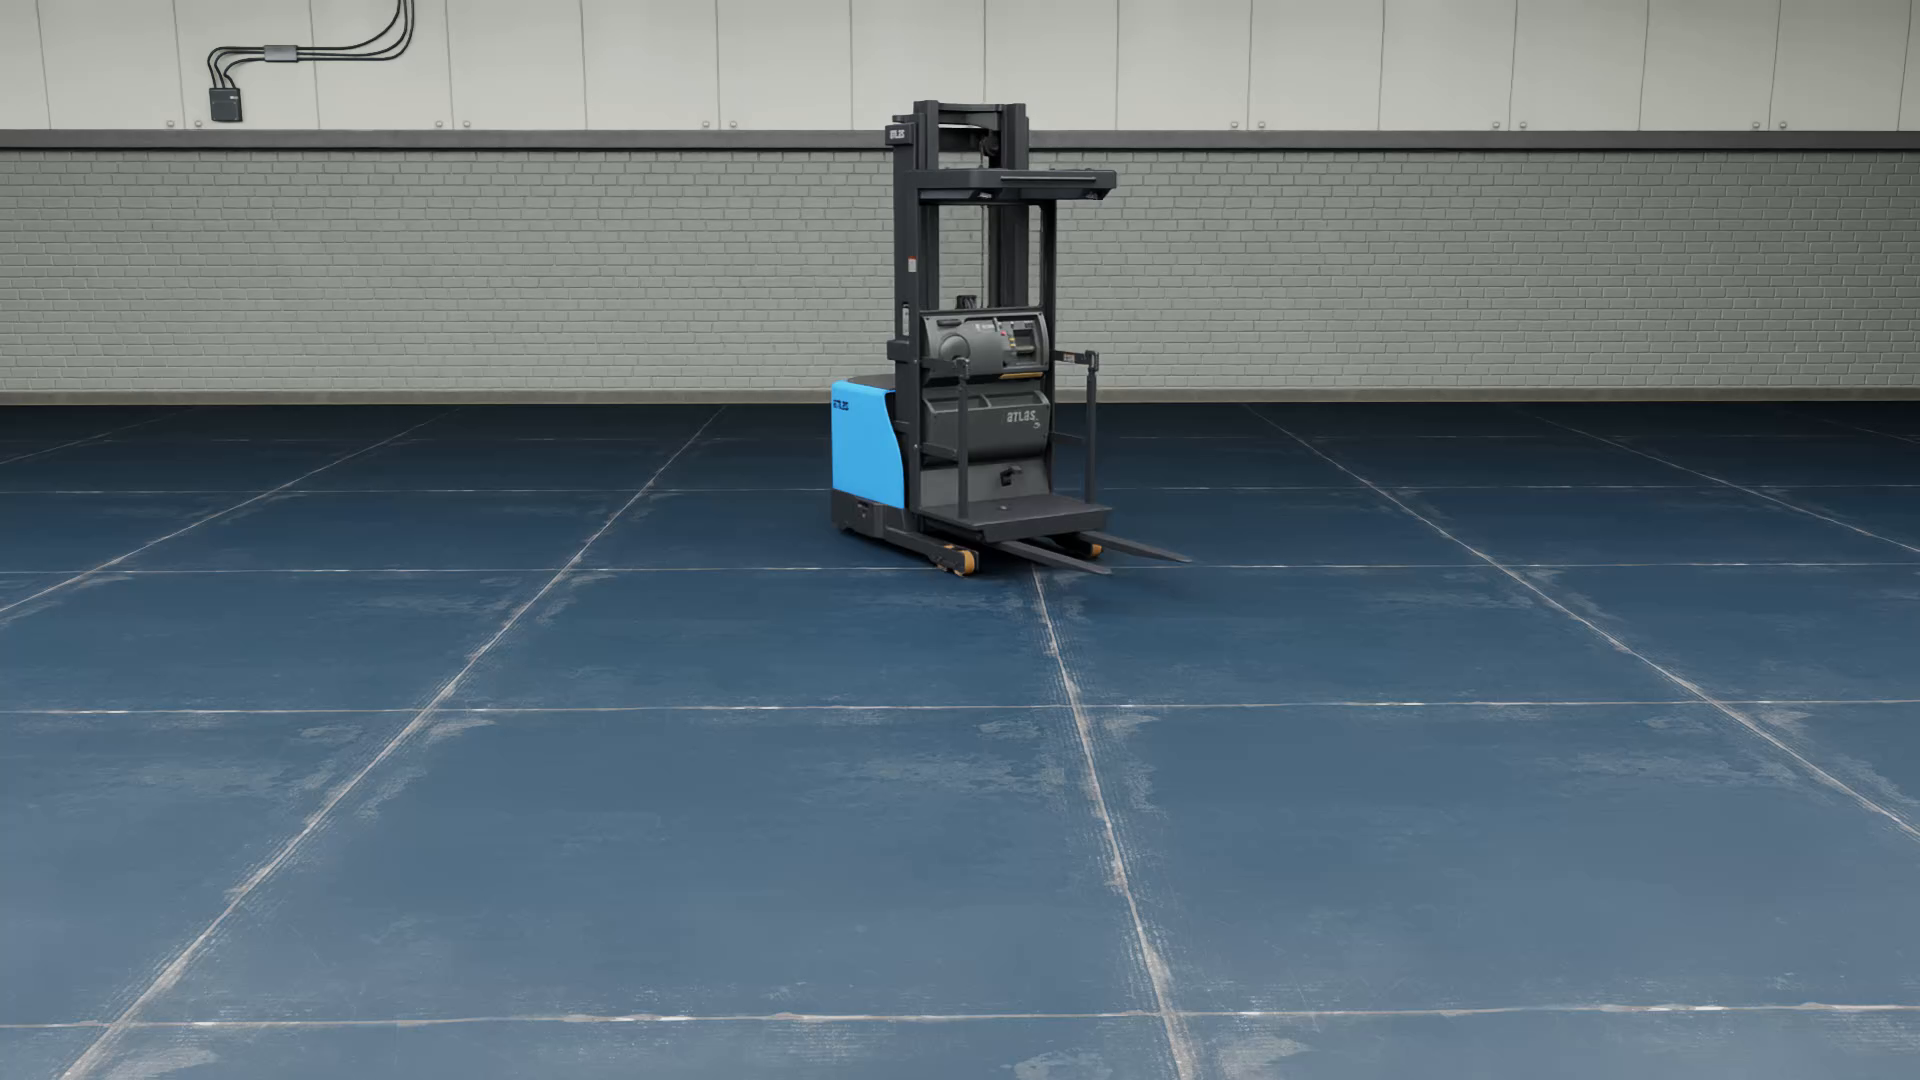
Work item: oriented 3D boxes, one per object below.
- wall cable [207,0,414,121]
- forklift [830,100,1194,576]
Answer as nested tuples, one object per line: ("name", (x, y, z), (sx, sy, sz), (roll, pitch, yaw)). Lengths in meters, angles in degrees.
("wall cable", (-7.215, -7.644, 18.050), (2.305, 6.003, 0.169), (0, 11, -1))
("forklift", (0.293, -1.315, 10.671), (1.130, 2.935, 3.031), (-7, 14, -32))
